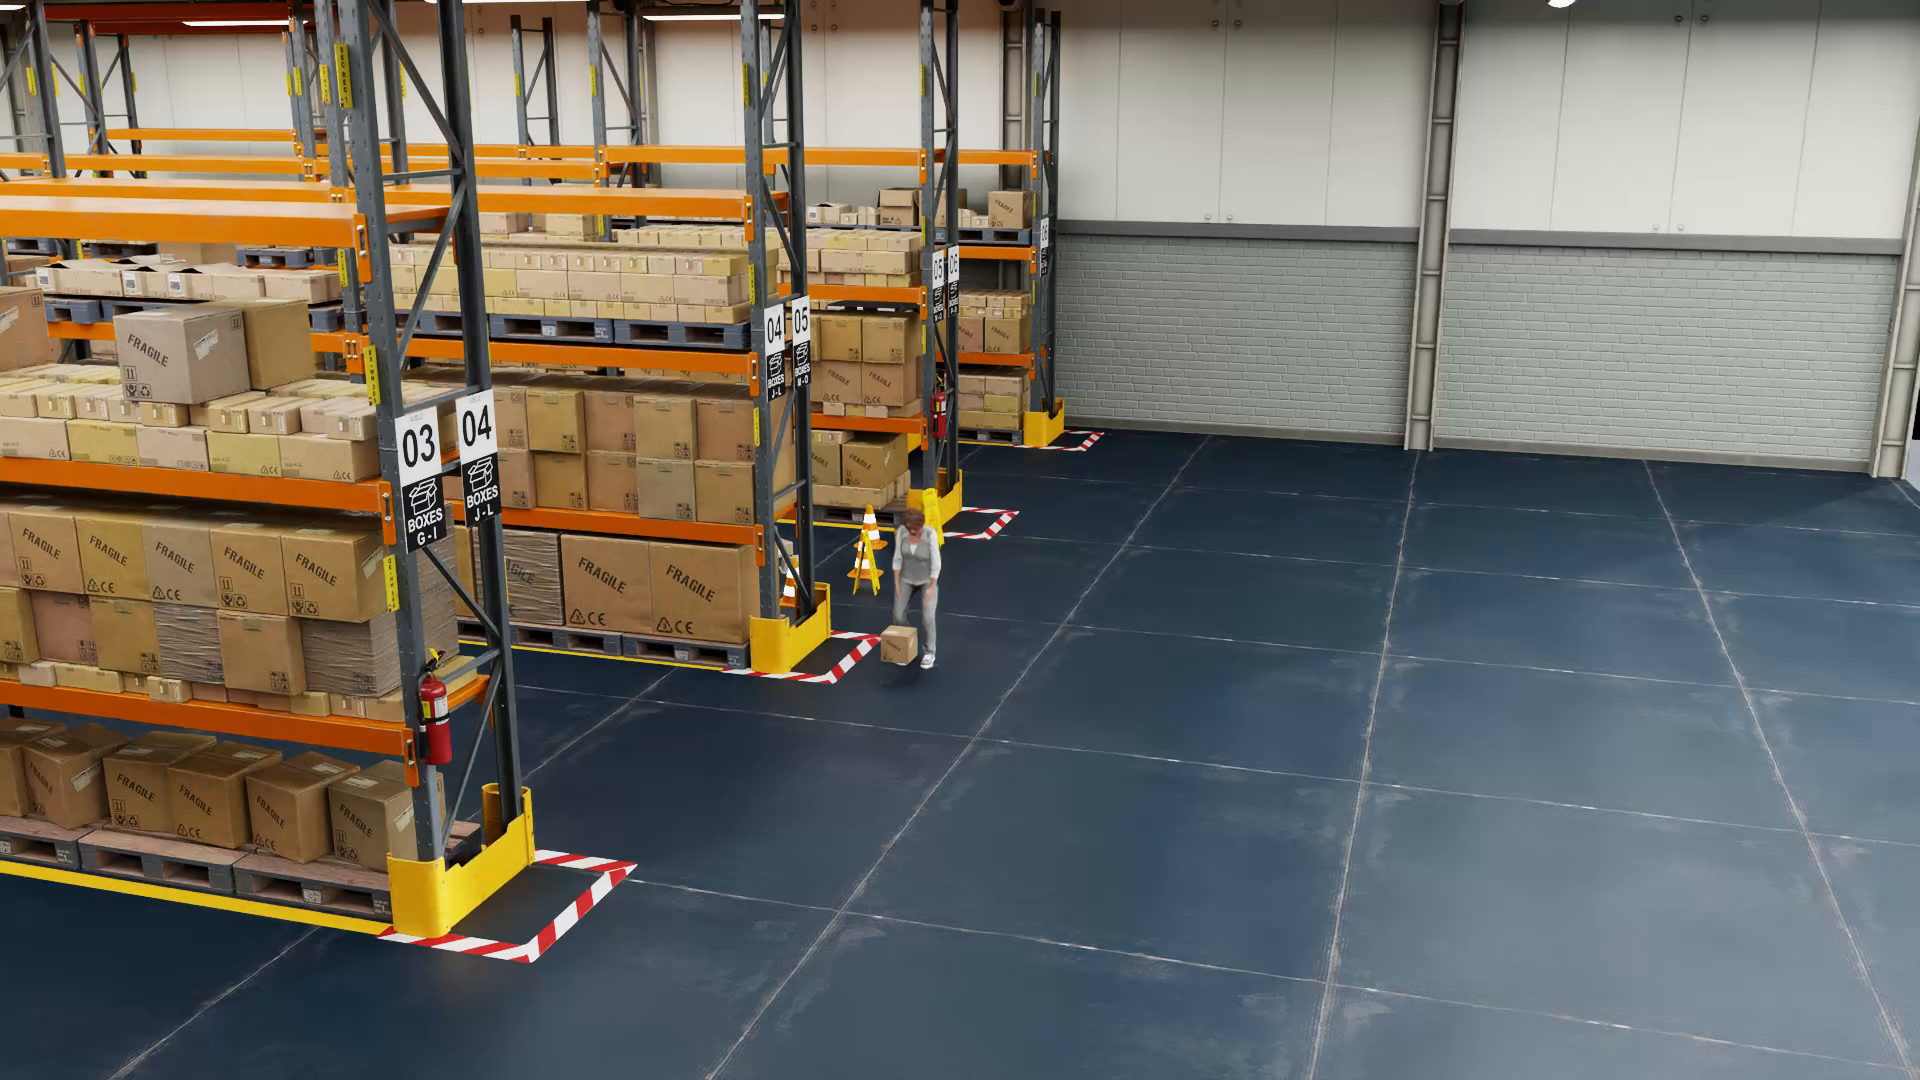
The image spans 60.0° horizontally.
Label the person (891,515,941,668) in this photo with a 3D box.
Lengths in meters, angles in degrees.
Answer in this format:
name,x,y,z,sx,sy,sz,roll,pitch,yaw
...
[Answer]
name,x,y,z,sx,sy,sz,roll,pitch,yaw
person,-0.368,0.432,14.699,0.456,1.423,0.560,5,16,17
